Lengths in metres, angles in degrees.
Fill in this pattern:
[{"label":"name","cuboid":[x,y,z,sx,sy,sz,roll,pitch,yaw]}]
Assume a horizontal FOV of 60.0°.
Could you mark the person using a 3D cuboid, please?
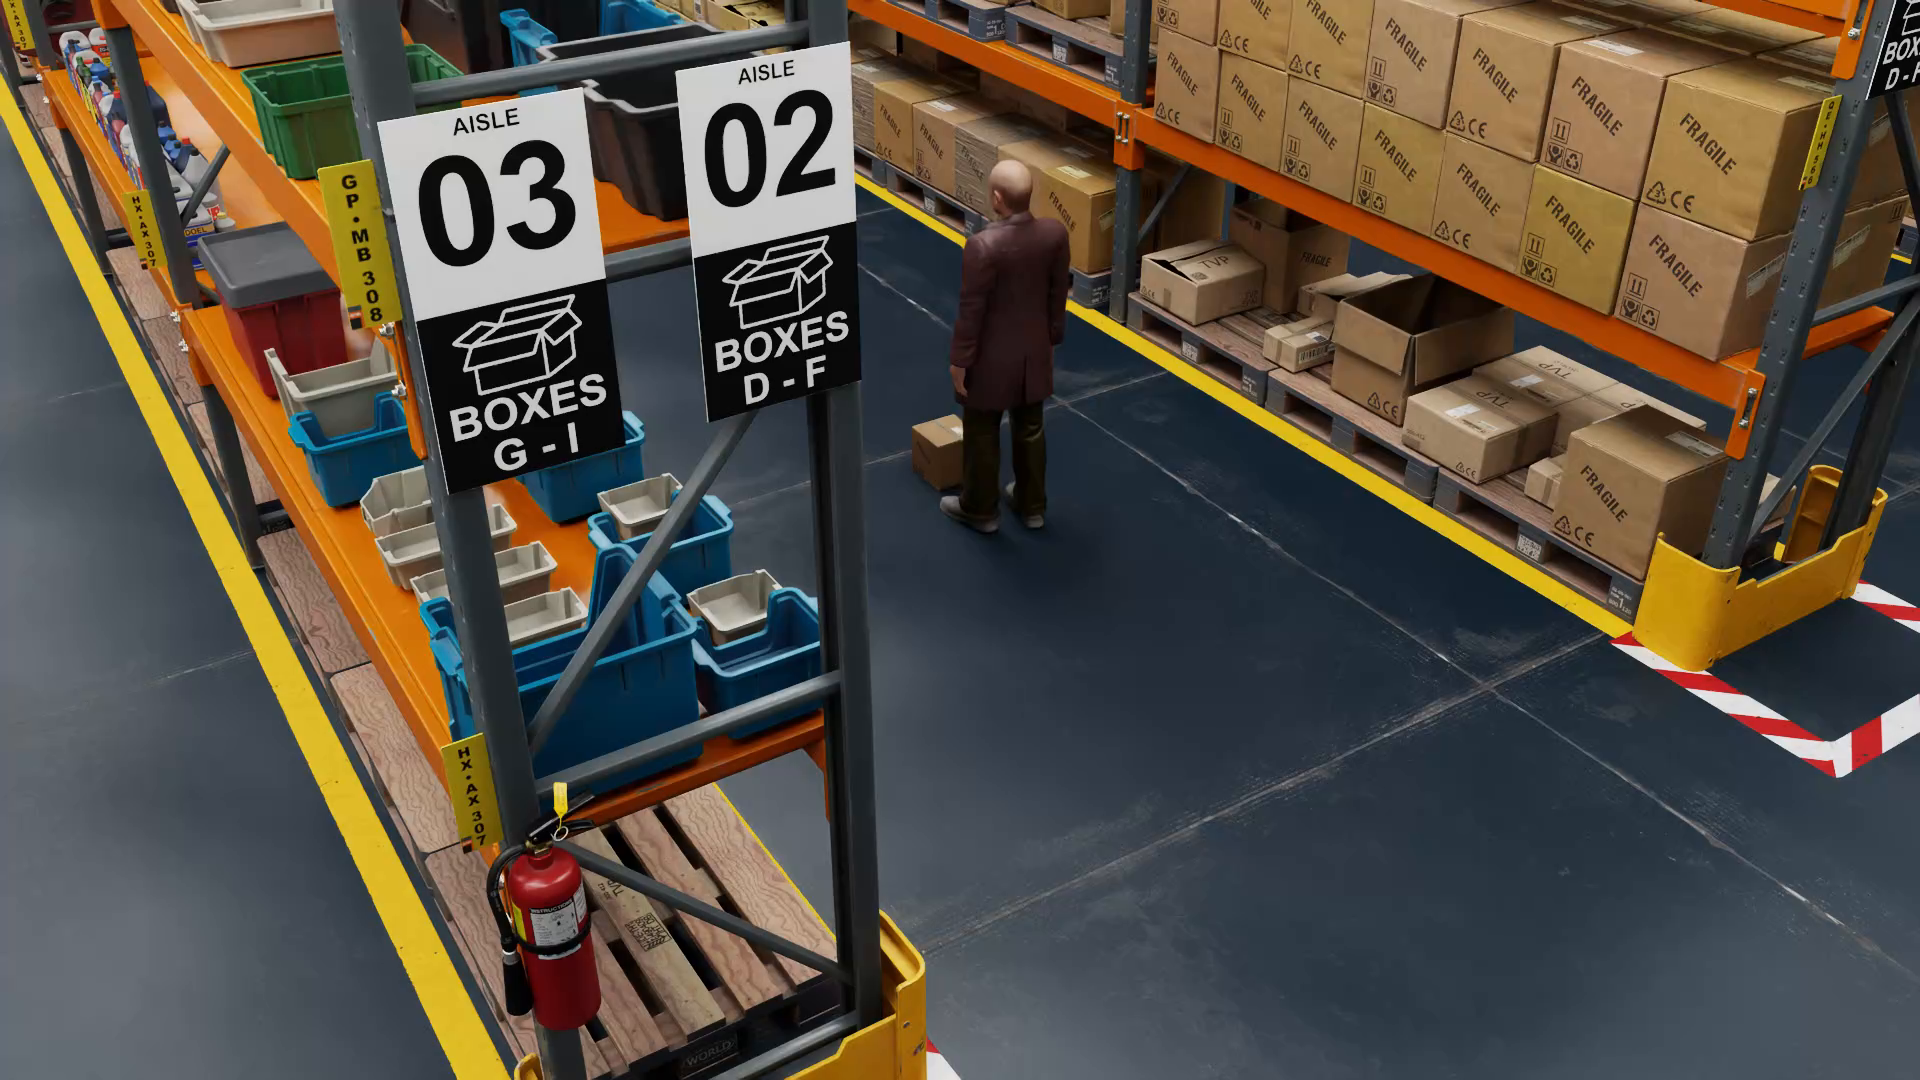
[{"label":"person","cuboid":[0.169,-0.871,7.533,0.601,1.789,0.454,-18,37,-27]}]
